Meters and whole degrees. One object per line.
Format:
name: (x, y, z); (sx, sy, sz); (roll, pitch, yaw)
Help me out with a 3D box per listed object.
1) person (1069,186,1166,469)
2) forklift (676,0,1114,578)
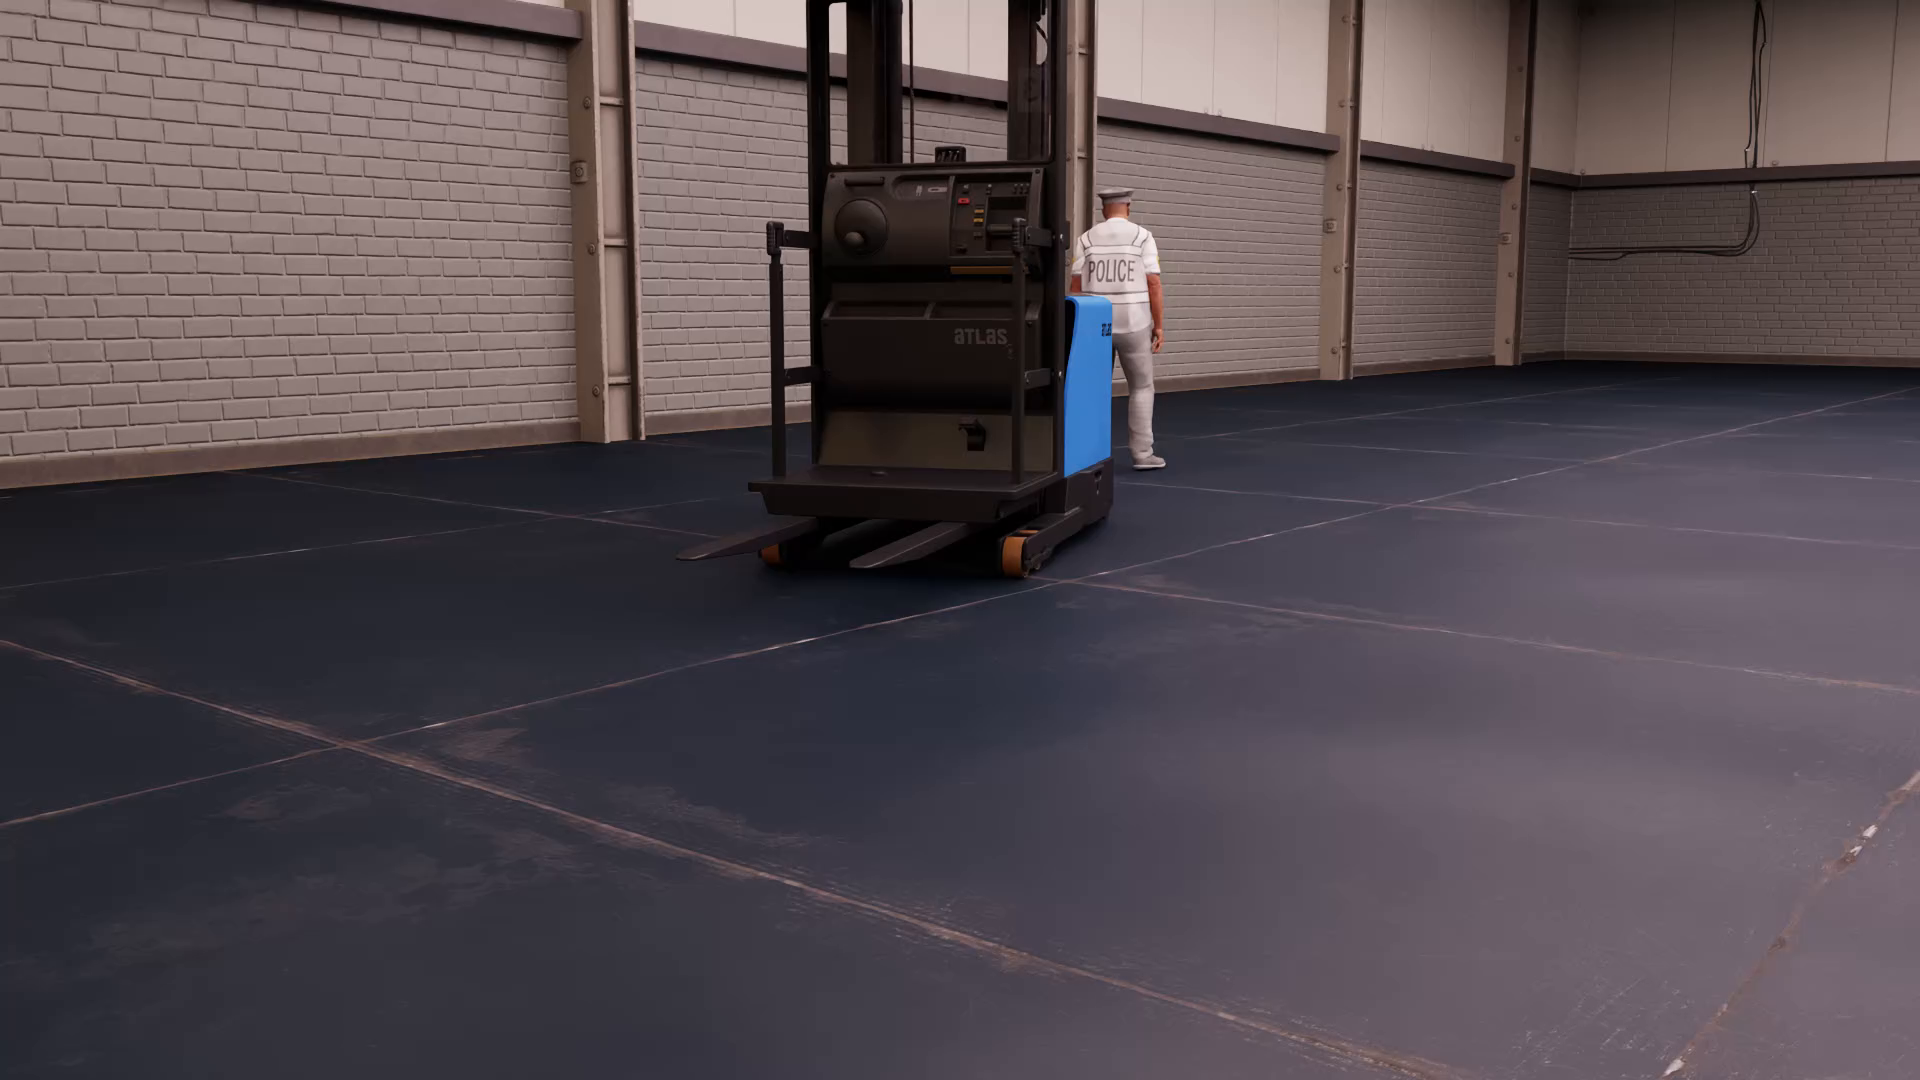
person: (0.976, -1.313, 10.342); (0.594, 1.746, 0.442); (2, 9, 16)
forklift: (-0.176, -1.366, 6.616); (1.130, 2.935, 3.031); (3, 9, 17)
